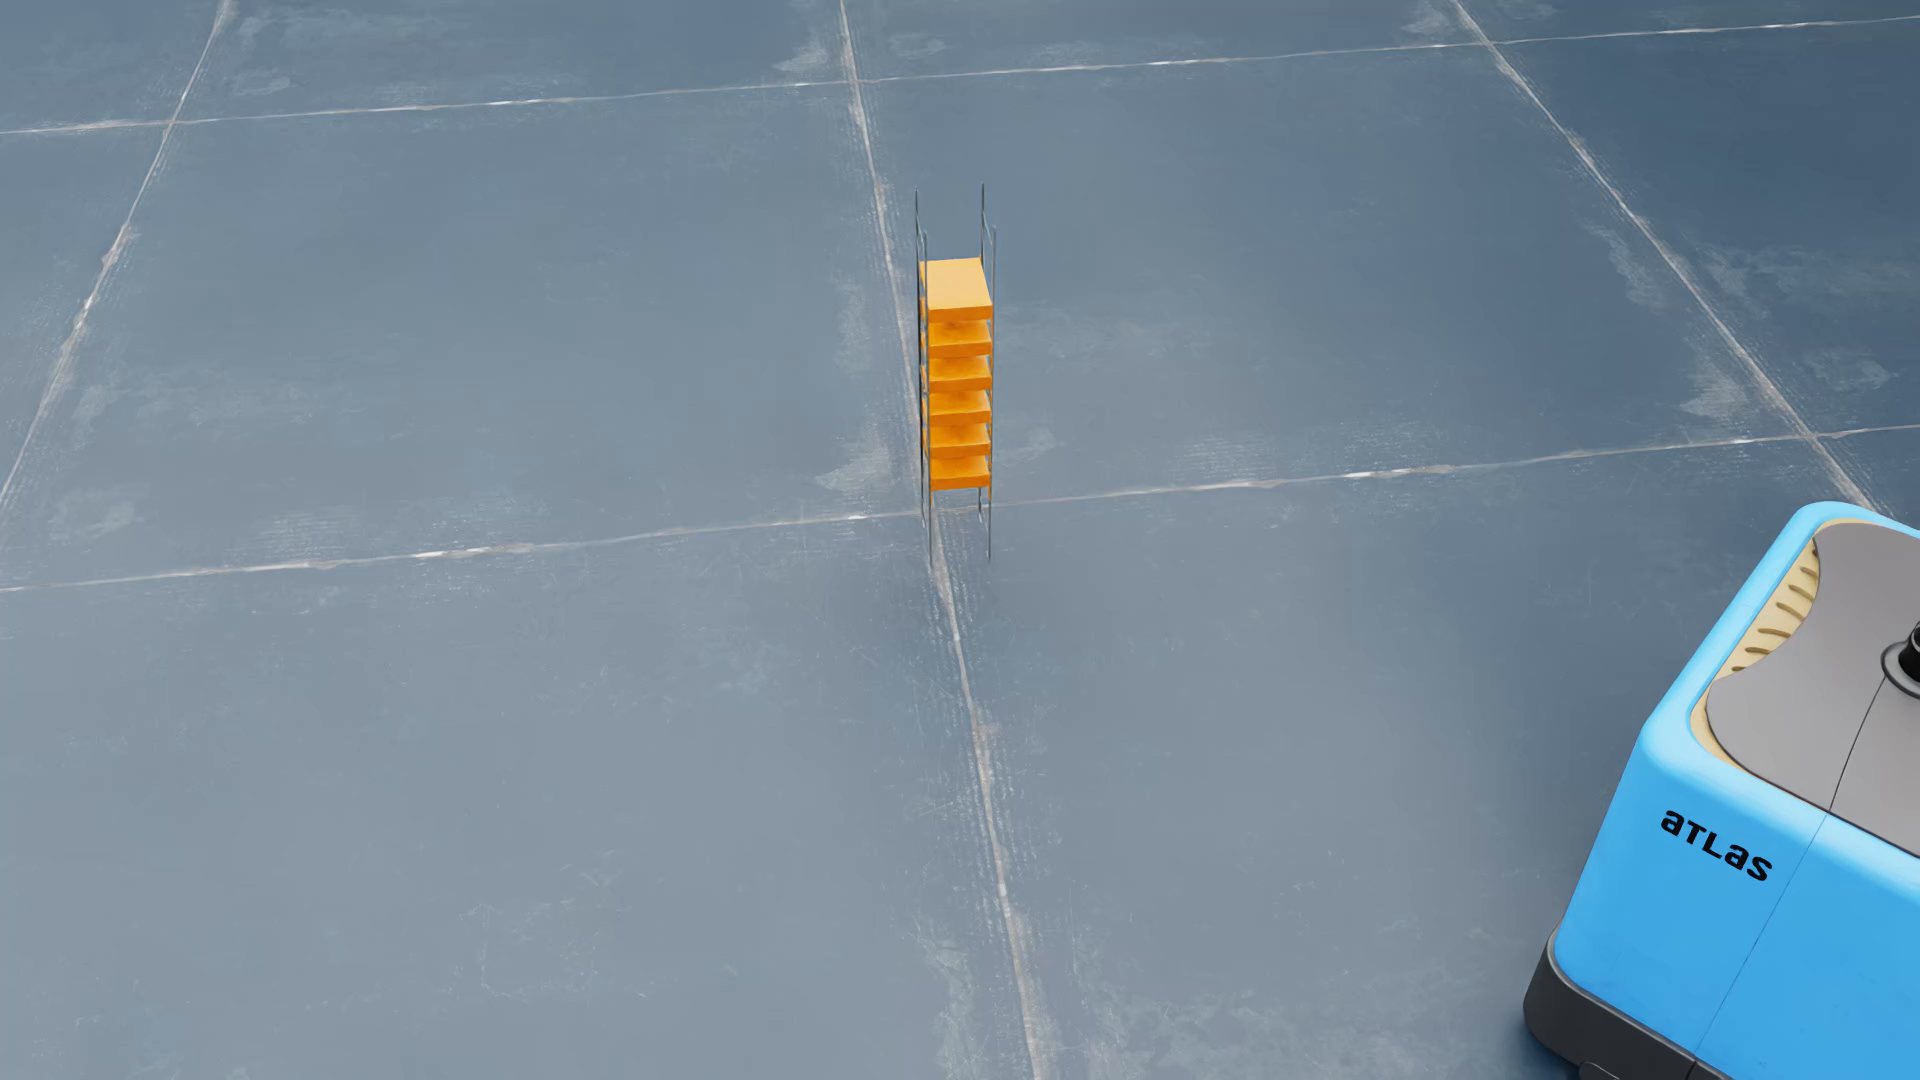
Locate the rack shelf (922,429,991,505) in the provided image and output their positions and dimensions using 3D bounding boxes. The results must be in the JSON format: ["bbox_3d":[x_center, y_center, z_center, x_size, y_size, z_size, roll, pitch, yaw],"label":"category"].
[{"bbox_3d":[-0.014,-0.233,5.037,0.180,0.103,0.258,-5,42,-6],"label":"rack shelf"}]

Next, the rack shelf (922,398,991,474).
[{"bbox_3d":[-0.014,-0.322,4.957,0.180,0.103,0.258,-5,42,-6],"label":"rack shelf"}]

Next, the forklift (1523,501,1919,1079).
[{"bbox_3d":[2.776,0.511,2.561,3.031,2.843,1.129,29,50,29],"label":"forklift"}]

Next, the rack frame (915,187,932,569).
[{"bbox_3d":[-0.105,-0.436,4.838,0.006,1.200,0.240,-5,42,-6],"label":"rack frame"}]

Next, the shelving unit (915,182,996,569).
[{"bbox_3d":[-0.014,-0.444,4.847,0.189,1.200,0.258,-5,42,-6],"label":"shelving unit"}]

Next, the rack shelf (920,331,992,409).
[{"bbox_3d":[-0.014,-0.500,4.796,0.180,0.103,0.258,-5,42,-6],"label":"rack shelf"}]

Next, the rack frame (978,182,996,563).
[{"bbox_3d":[0.076,-0.452,4.856,0.006,1.200,0.240,-5,42,-6],"label":"rack frame"}]

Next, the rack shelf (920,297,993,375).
[{"bbox_3d":[-0.014,-0.589,4.716,0.180,0.103,0.258,-5,42,-6],"label":"rack shelf"}]
